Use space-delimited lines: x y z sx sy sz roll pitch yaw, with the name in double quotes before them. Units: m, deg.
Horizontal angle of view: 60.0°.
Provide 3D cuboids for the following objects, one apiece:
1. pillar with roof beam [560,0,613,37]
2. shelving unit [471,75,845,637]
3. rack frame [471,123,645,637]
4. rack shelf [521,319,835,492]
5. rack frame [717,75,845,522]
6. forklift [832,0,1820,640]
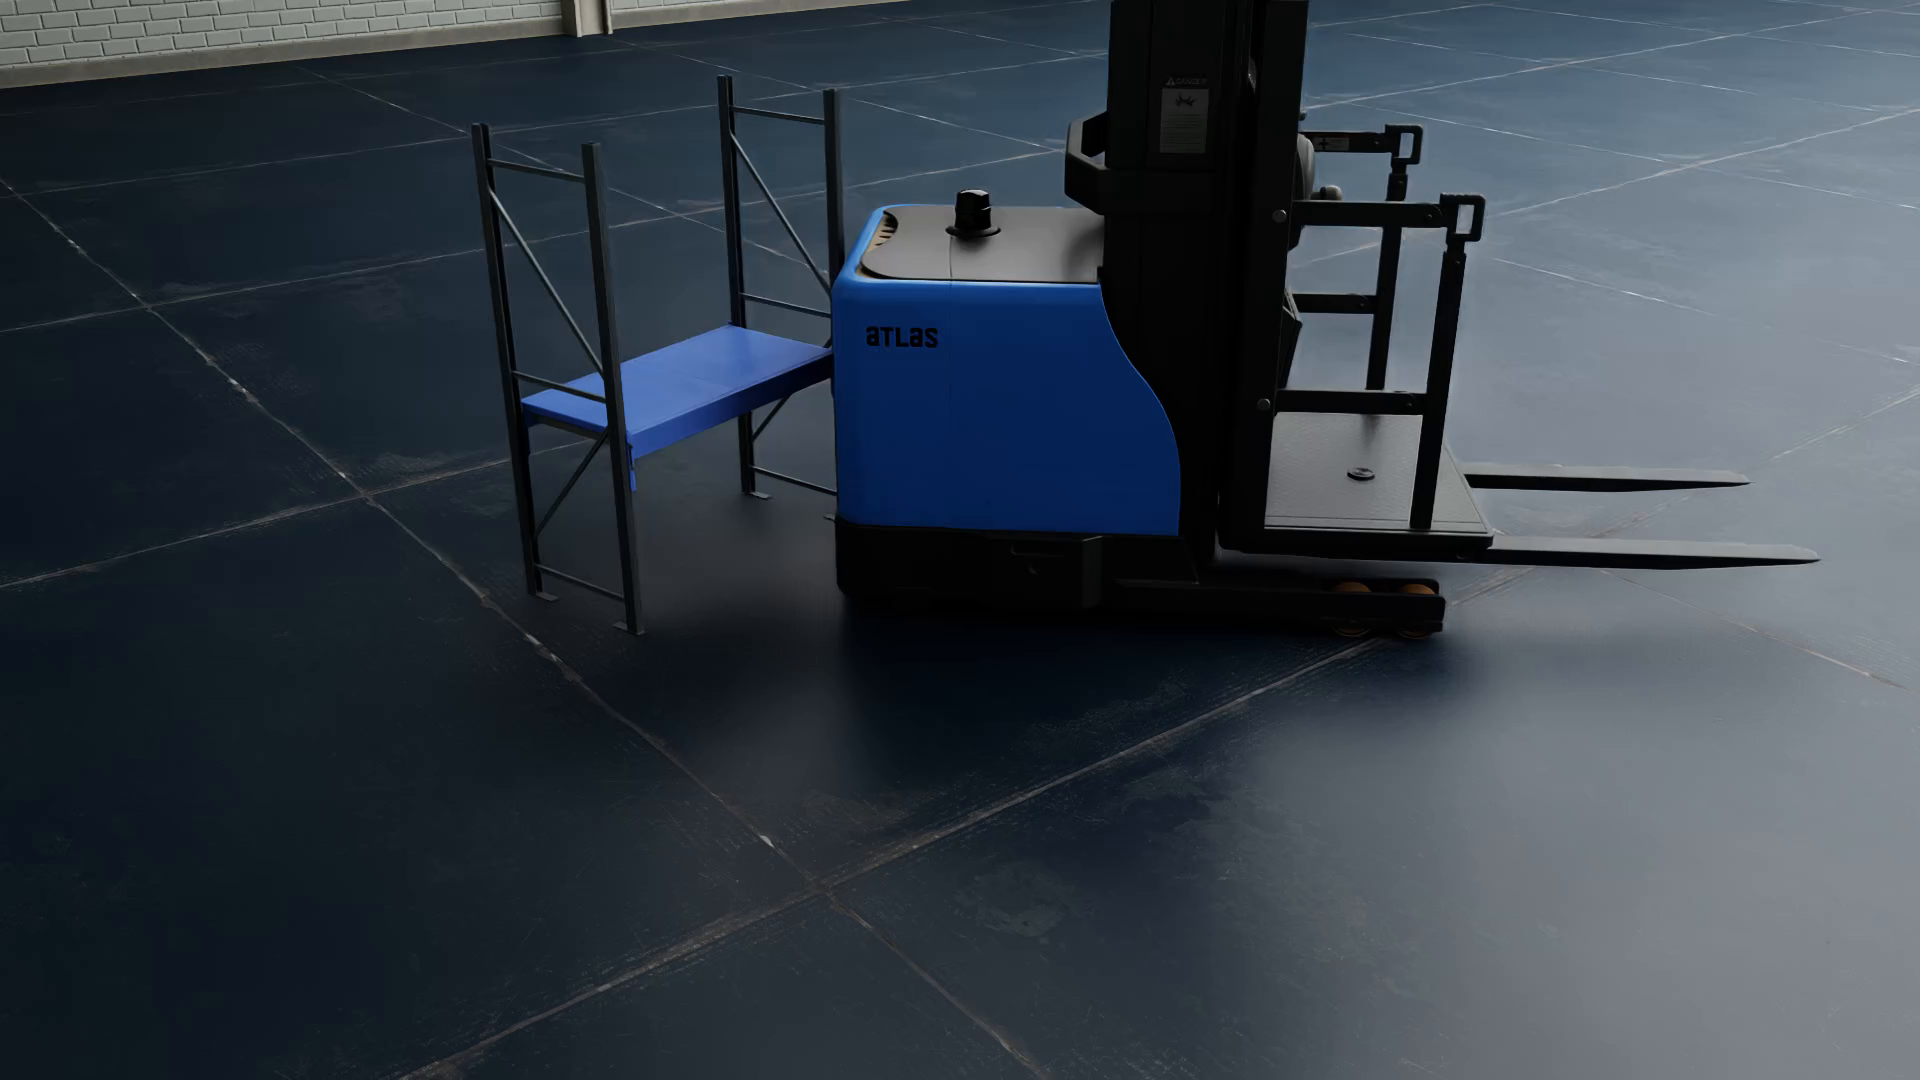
"pillar with roof beam" -1.083 -7.752 11.763 0.400 9.000 9.100 -18 31 -34
"shelving unit" -0.888 -0.622 5.309 0.538 1.500 1.048 17 30 32
"rack frame" -1.184 -0.448 4.935 0.500 1.500 0.032 17 30 32
"rack shelf" -0.888 -0.459 5.385 0.538 0.185 1.000 17 30 32
"rack frame" -0.591 -0.796 5.683 0.500 1.500 0.032 17 30 32
"forklift" 1.153 -1.258 4.980 3.031 2.935 1.130 2 25 4
